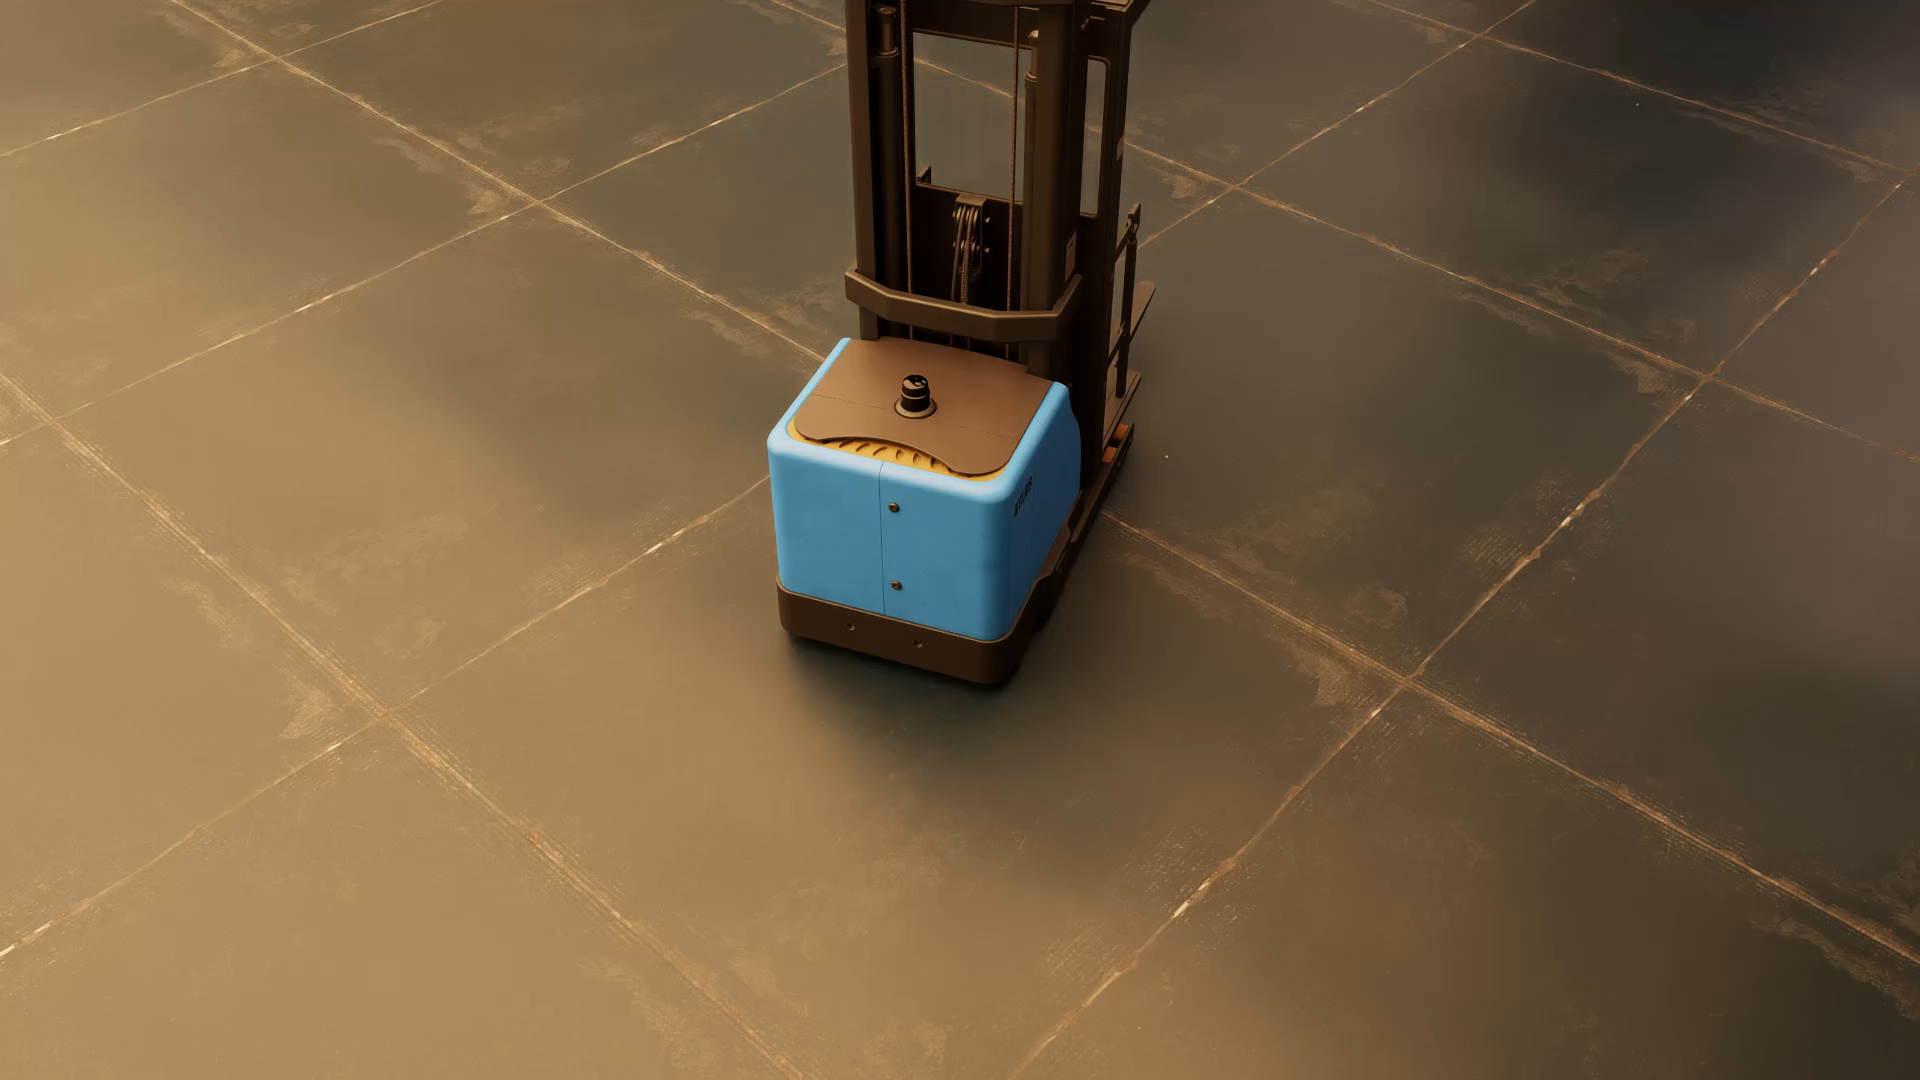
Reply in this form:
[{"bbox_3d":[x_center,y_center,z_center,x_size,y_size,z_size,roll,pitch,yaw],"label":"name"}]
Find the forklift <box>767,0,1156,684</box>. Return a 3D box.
[{"bbox_3d":[0.211,-1.484,7.158,1.130,2.935,3.031,14,42,15],"label":"forklift"}]
